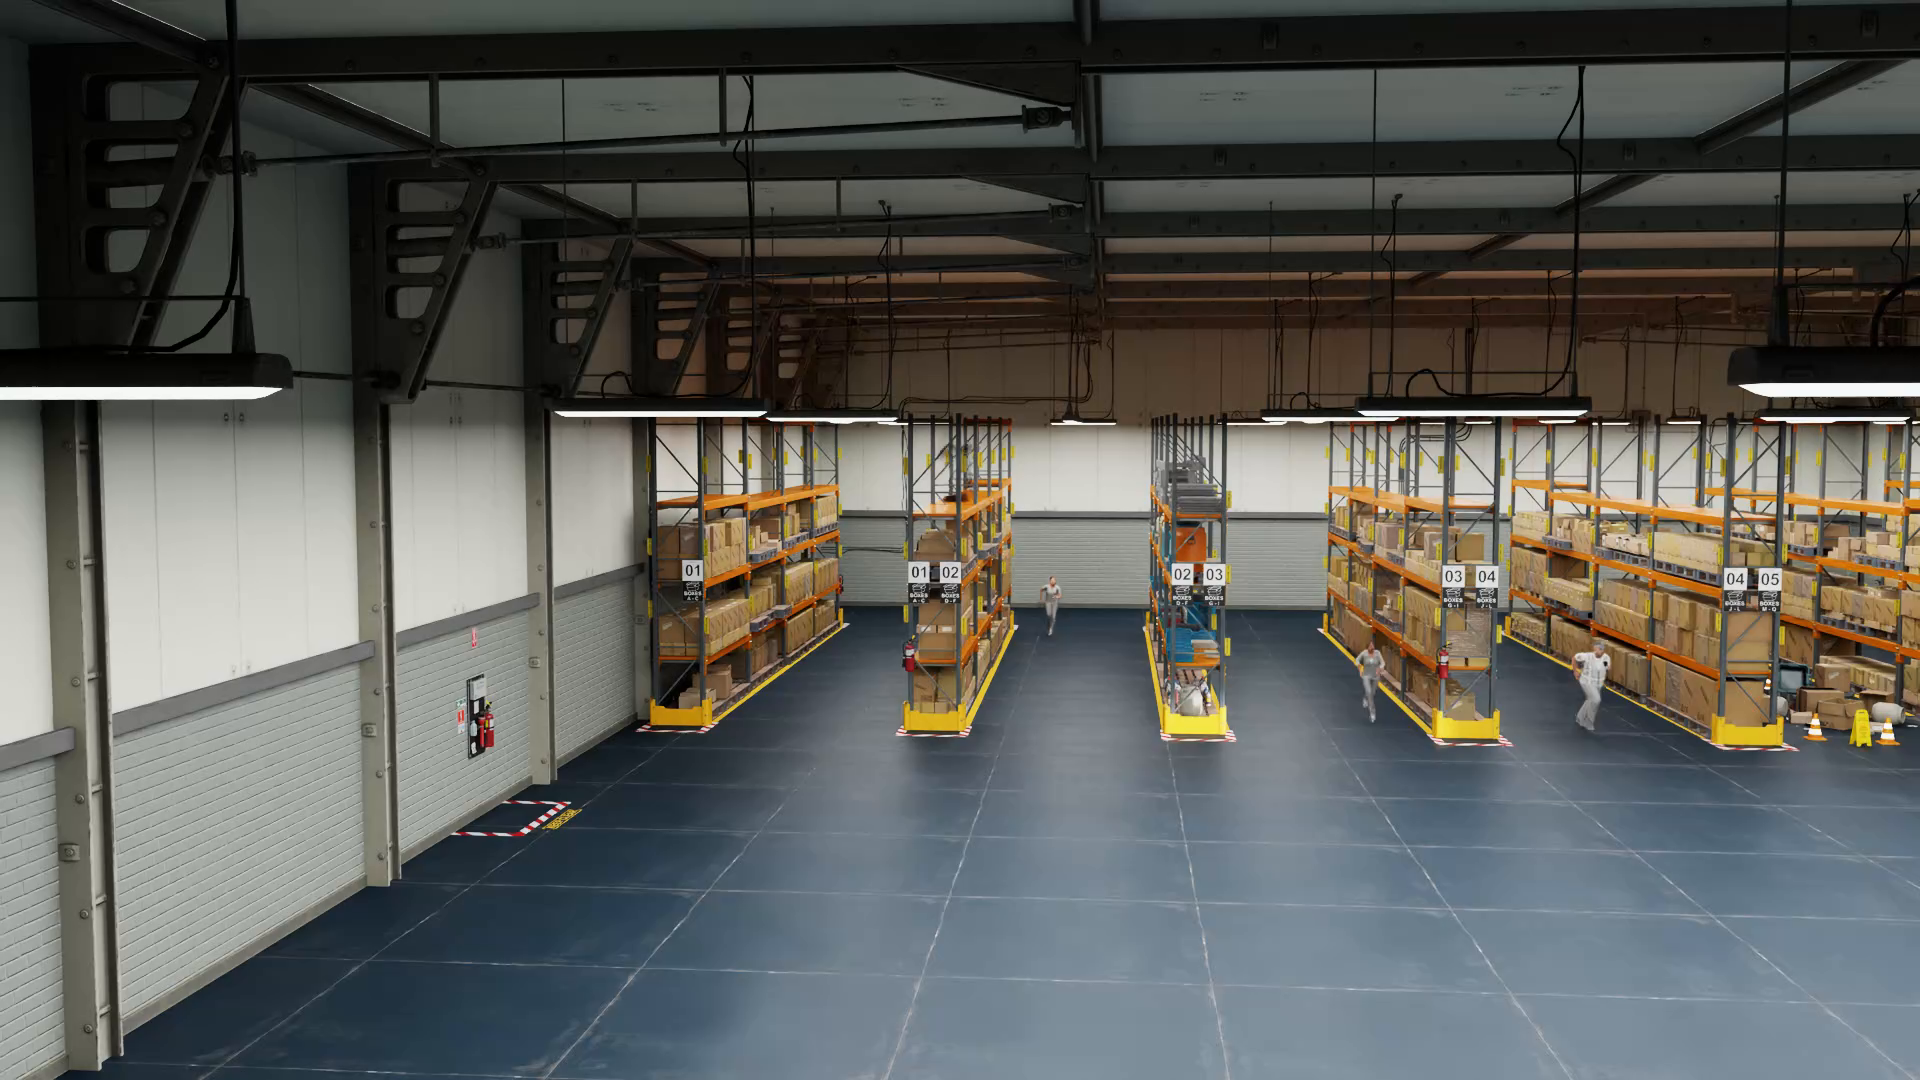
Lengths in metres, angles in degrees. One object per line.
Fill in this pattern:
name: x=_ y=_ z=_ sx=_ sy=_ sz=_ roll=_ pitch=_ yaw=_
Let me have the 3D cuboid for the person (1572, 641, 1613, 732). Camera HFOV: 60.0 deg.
person: x=11.953 y=2.748 z=31.444 sx=0.646 sy=1.749 sz=0.925 roll=-1 pitch=4 yaw=-17

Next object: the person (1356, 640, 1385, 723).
person: x=8.081 y=2.736 z=32.797 sx=0.538 sy=1.585 sz=1.001 roll=0 pitch=4 yaw=3

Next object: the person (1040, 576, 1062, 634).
person: x=2.508 y=1.802 z=45.908 sx=0.595 sy=1.616 sz=0.749 roll=0 pitch=4 yaw=0
